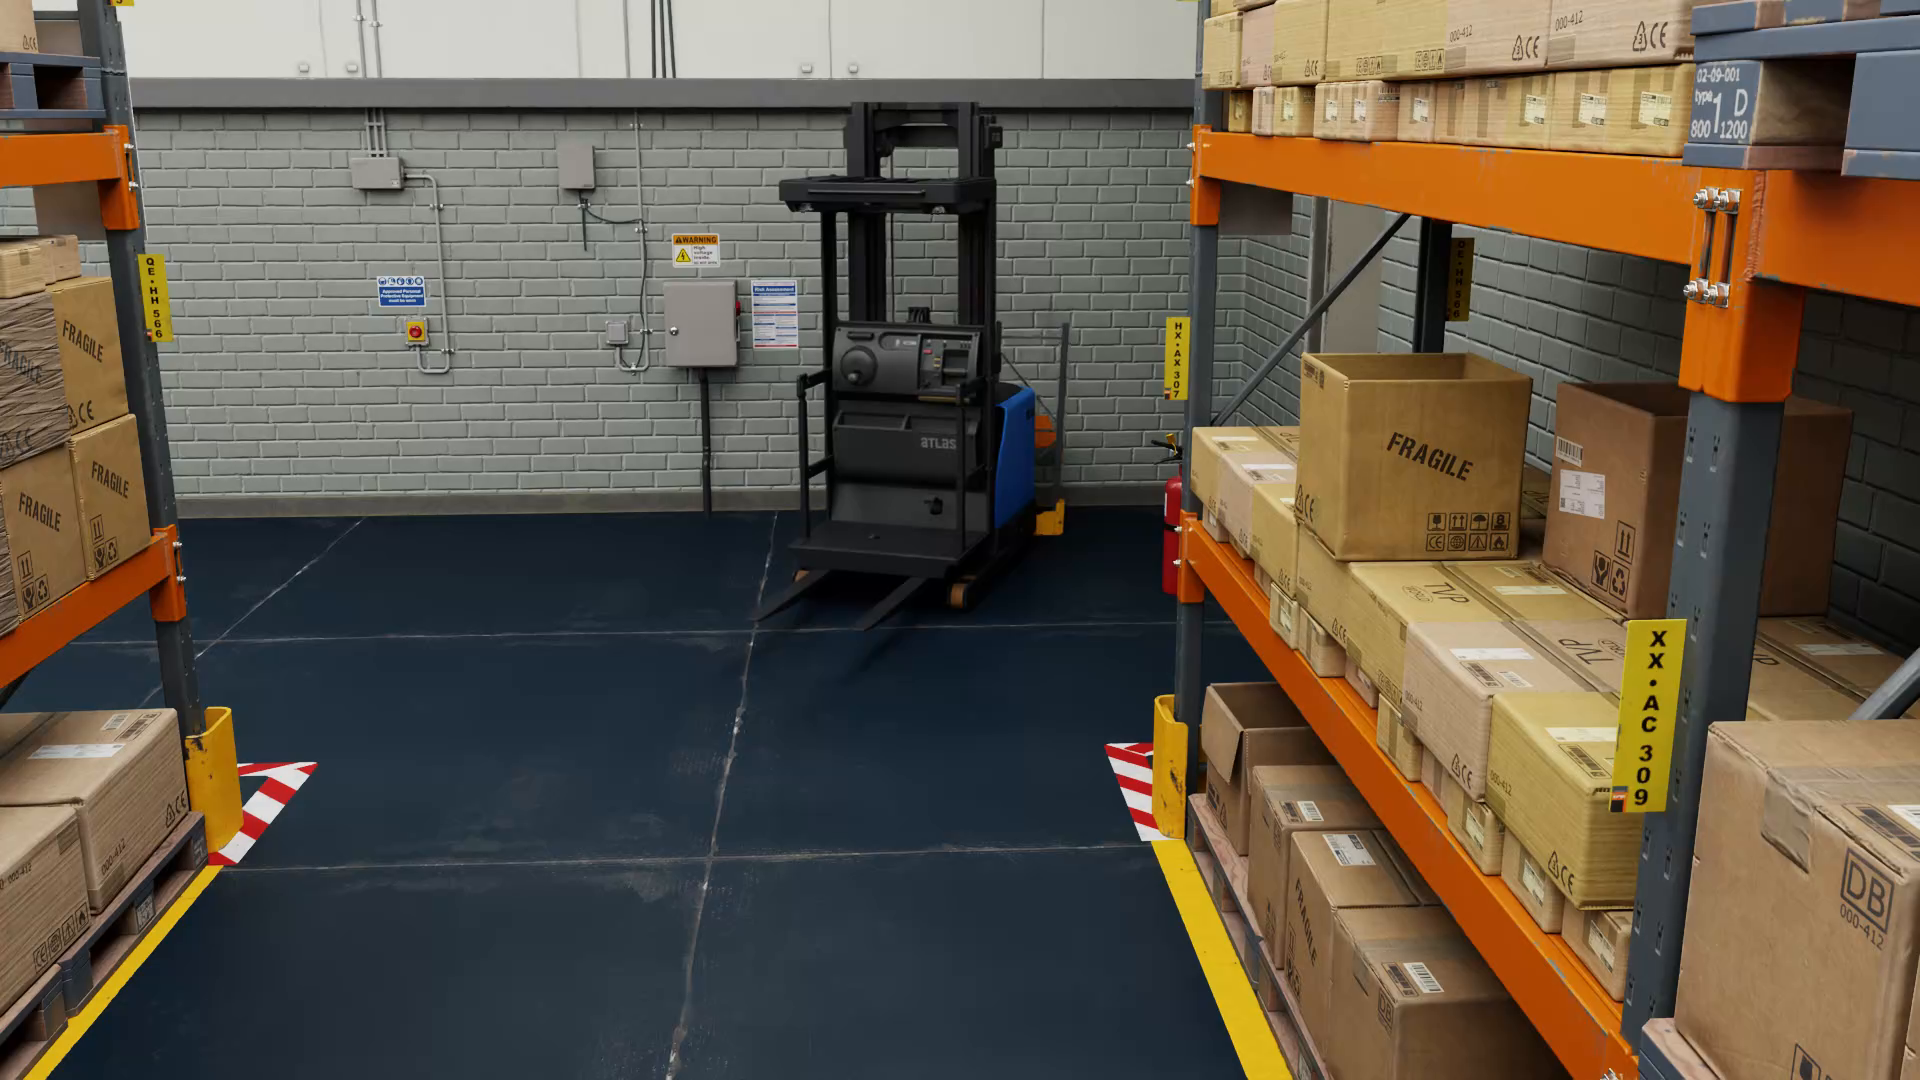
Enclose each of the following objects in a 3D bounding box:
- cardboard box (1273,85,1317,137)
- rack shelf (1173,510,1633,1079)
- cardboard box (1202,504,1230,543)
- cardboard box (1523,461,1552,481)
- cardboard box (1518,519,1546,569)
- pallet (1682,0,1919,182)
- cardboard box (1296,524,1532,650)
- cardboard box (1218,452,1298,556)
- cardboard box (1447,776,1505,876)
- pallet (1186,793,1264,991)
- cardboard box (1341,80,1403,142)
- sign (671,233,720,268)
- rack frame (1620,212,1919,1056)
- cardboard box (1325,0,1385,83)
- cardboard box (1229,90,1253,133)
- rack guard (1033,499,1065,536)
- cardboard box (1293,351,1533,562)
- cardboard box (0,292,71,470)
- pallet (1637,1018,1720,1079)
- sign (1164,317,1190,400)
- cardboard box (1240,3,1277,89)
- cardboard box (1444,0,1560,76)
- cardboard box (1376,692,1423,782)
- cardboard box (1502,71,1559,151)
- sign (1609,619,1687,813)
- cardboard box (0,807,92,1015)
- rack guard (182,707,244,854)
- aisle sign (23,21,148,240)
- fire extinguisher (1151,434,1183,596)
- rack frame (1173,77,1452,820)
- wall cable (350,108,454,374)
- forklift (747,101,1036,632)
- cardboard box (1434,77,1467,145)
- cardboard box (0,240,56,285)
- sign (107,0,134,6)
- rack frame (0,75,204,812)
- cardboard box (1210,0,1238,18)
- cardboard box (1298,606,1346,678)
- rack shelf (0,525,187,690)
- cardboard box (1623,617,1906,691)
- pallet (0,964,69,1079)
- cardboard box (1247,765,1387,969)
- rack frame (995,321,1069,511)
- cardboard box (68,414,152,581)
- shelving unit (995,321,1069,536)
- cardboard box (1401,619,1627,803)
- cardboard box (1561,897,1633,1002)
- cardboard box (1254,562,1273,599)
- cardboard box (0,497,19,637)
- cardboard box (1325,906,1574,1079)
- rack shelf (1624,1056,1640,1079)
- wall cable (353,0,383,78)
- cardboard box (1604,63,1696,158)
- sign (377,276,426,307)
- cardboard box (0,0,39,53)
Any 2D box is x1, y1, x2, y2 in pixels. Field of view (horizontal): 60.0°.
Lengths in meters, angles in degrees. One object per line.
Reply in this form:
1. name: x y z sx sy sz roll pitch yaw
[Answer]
1. cardboard box: 1.163 -1.293 5.015 0.380 0.149 0.250 -1 14 -4
2. rack shelf: 1.522 0.544 4.836 1.077 0.370 4.000 -1 14 -3
3. cardboard box: 1.145 -0.094 6.377 0.380 0.149 0.250 -1 14 -4
4. cardboard box: 1.722 -0.135 5.734 0.500 0.250 0.500 -1 14 -3
5. cardboard box: 1.781 0.119 4.750 0.500 0.250 0.500 -1 14 -4
6. pallet: 1.616 -0.505 1.828 1.213 0.211 1.003 -1 14 -3
7. cardboard box: 1.277 0.122 4.737 0.500 0.250 0.500 -1 14 -5
8. cardboard box: 1.189 -0.131 5.719 0.500 0.250 0.500 -1 14 -3
9. cardboard box: 1.296 0.611 3.638 0.380 0.149 0.250 -1 14 -2
10. pallet: 1.453 1.266 6.183 1.003 0.211 1.213 -1 14 -3
11. cardboard box: 1.204 -1.105 4.287 0.380 0.149 0.250 -1 14 -2
12. sign: -1.891 -2.073 11.906 0.339 0.242 0.001 -1 14 -3
13. rack frame: 1.646 0.693 2.813 1.000 3.000 0.127 -1 14 -3
14. cardboard box: 1.279 -1.330 4.358 0.500 0.250 0.500 -1 14 -4
15. cardboard box: 1.186 -1.550 6.015 0.380 0.149 0.250 -1 14 -2
16. rack guard: 0.434 -0.162 11.645 0.587 0.250 0.087 1 17 -4
17. cardboard box: 1.251 -0.246 4.663 0.500 0.500 0.500 -1 14 -2
18. cardboard box: -3.226 -0.511 5.286 0.500 0.500 0.500 -1 14 -3
19. pallet: 1.587 0.986 2.058 1.003 0.211 1.213 -1 14 -3
20. sign: 0.857 -0.713 6.539 0.100 0.325 0.005 -1 14 -3
21. cardboard box: 1.205 -1.585 5.352 0.500 0.250 0.500 -1 14 -2
22. cardboard box: 1.324 -1.076 3.374 0.500 0.250 0.500 -1 14 -5
23. cardboard box: 1.263 0.482 4.138 0.380 0.149 0.250 -1 14 -4
24. cardboard box: 1.309 -0.851 3.298 0.380 0.149 0.250 0 14 -2
25. sign: 1.105 0.284 2.666 0.100 0.325 0.005 -1 14 -3
26. cardboard box: -3.350 1.203 5.129 0.875 0.438 0.875 0 14 -2
27. rack guard: -3.557 0.980 6.713 1.175 0.500 0.348 -1 14 -3
28. aisle sign: -3.251 -1.506 6.143 0.394 0.787 0.004 -1 14 -3
29. fire extinguisher: 0.928 -0.113 6.850 0.296 0.674 0.183 -1 14 -3
30. rack frame: 1.398 -0.302 6.680 1.000 3.000 0.127 -1 14 -3
31. wall cable: -3.928 -2.133 11.697 0.585 1.953 0.123 -1 14 -3
32. forklift: -0.391 -1.111 9.962 1.130 2.935 3.031 4 15 16
33. cardboard box: 1.311 -0.979 3.795 0.380 0.149 0.250 0 14 -2
34. cardboard box: -3.294 -0.922 5.582 0.380 0.149 0.250 -1 14 -2
35. sign: -3.013 -2.072 5.923 0.100 0.325 0.005 -1 14 -3
36. rack frame: -3.556 -0.224 6.378 1.000 3.000 0.127 -1 14 -3
37. cardboard box: 1.175 -1.954 5.781 0.500 0.250 0.500 -1 14 -4
38. cardboard box: 1.212 0.292 4.875 0.380 0.149 0.250 -1 14 -2
39. rack shelf: -3.432 0.622 4.535 1.077 0.370 4.000 -1 14 -3
40. cardboard box: 1.847 0.370 3.774 0.500 0.250 0.500 -1 14 -4
41. pallet: -3.356 1.627 4.781 1.003 0.211 1.213 -1 14 -3
42. cardboard box: 1.356 1.072 5.513 0.700 0.500 0.500 0 14 -1
43. rack frame: 0.459 -0.753 11.443 0.500 1.500 0.032 1 17 -4
44. cardboard box: -3.262 -0.157 5.916 0.500 0.500 0.500 -1 14 -3
45. shelving unit: 0.430 -0.906 11.937 0.587 1.500 1.083 1 17 -4
46. cardboard box: 1.325 0.374 3.756 0.500 0.250 0.500 -1 14 -3
47. cardboard box: 1.374 0.739 3.138 0.380 0.149 0.250 -1 14 -3
48. cardboard box: 1.212 0.097 5.634 0.380 0.149 0.250 0 14 -2
49. cardboard box: -3.204 0.096 4.933 0.500 0.500 0.500 0 14 -2
50. cardboard box: 1.420 1.330 4.510 0.700 0.500 0.500 -1 14 -6
51. rack shelf: 1.770 1.539 0.970 1.077 0.370 4.000 -1 14 -3
52. wall cable: -4.189 -4.540 11.112 0.463 3.000 0.029 -1 14 -3
53. cardboard box: 1.329 -0.723 2.801 0.380 0.149 0.250 -1 14 -4
54. sign: -3.980 -1.772 11.850 0.327 0.218 0.001 -1 14 -3
55. cardboard box: -3.438 -1.746 5.529 0.500 0.250 0.500 -2 15 -9
